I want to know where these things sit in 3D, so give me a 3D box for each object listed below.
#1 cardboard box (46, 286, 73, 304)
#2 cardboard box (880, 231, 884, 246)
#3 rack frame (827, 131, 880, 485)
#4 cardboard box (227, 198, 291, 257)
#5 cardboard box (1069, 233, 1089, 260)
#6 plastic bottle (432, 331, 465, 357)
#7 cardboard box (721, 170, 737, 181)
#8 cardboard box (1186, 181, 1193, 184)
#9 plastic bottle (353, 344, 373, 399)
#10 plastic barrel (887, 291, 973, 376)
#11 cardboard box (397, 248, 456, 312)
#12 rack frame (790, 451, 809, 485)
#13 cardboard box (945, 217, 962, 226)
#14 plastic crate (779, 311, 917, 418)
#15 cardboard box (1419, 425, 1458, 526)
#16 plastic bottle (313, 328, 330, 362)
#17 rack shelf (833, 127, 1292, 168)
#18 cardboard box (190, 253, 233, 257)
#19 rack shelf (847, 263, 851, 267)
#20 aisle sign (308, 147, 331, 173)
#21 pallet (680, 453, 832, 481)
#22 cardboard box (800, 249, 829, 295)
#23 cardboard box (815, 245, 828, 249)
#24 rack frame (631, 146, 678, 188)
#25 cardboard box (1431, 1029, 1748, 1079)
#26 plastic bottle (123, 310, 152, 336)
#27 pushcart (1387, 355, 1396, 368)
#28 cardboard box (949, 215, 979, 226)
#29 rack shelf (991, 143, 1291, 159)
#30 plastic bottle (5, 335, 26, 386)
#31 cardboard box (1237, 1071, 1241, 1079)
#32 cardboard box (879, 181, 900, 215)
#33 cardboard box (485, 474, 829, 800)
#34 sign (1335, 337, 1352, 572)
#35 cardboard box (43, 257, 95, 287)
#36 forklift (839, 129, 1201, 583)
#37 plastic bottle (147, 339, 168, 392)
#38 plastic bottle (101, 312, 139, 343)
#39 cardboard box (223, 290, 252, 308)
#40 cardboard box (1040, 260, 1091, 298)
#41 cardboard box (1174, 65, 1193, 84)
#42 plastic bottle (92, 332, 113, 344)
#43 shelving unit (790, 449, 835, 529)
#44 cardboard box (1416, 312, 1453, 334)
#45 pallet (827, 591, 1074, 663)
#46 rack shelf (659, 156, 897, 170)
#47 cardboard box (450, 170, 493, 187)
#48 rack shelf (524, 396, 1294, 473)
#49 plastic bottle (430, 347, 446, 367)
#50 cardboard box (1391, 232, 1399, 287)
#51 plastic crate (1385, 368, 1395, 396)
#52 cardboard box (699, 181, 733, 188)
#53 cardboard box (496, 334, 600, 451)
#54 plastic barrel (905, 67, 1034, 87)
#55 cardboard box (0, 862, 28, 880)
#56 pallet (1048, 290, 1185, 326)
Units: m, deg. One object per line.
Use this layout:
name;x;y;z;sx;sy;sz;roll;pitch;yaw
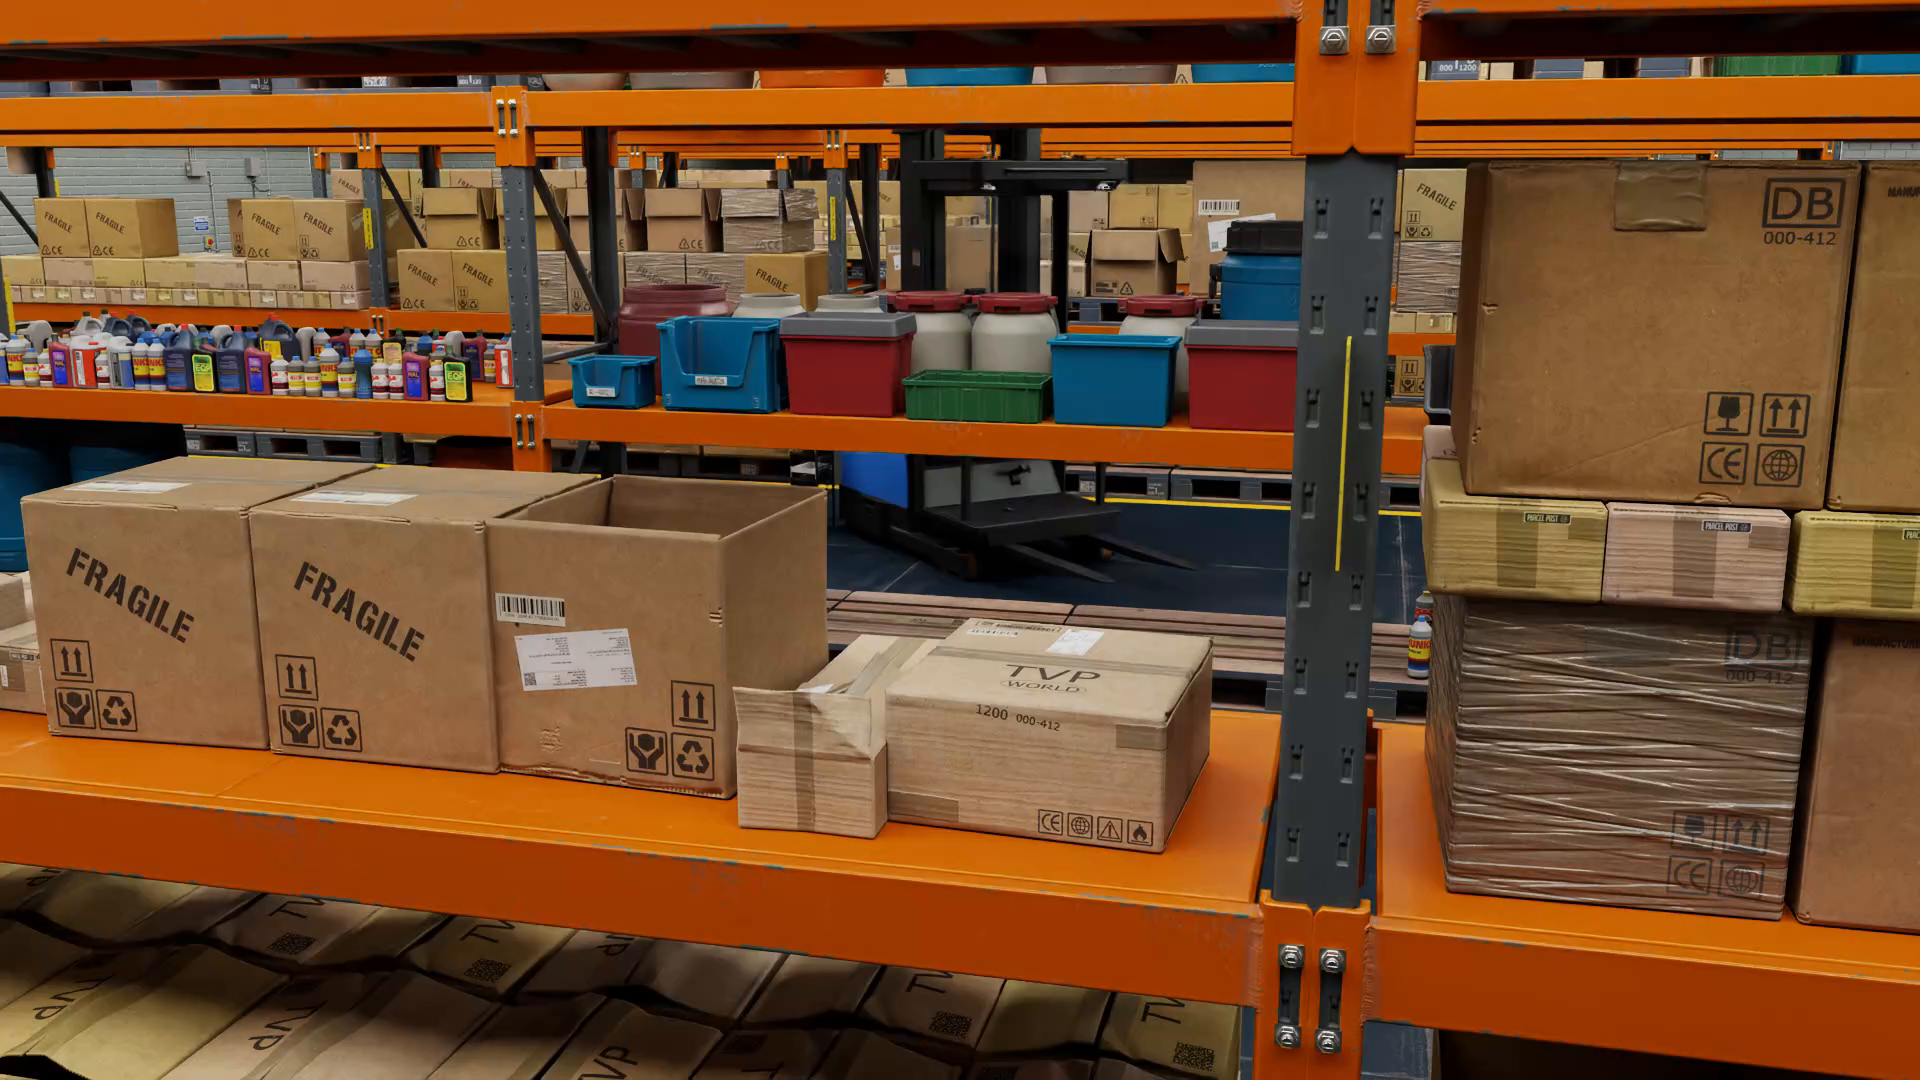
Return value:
cardboard box;-7.842;-2.180;14.715;0.250;0.149;0.380;3;13;12
cardboard box;-0.899;-3.237;17.821;0.250;0.149;0.380;3;13;14
rack frame;-0.838;-2.002;13.331;0.127;3.000;1.000;3;13;14
cardboard box;-6.108;-2.779;14.763;0.500;0.500;0.500;3;13;12
cardboard box;1.314;-2.982;17.520;0.500;0.500;0.500;3;13;13
plastic bottle;-2.817;-1.014;9.165;0.135;0.276;0.152;3;13;14
cardboard box;-3.192;-5.147;23.472;0.250;0.149;0.380;3;13;14
cardboard box;3.192;-4.776;22.450;0.250;0.149;0.380;2;13;11
plastic bottle;-3.041;-0.861;8.484;0.097;0.271;0.097;0;13;0
plastic barrel;-0.150;-0.975;8.390;0.433;0.535;0.433;0;13;0
cardboard box;-4.335;-2.182;13.911;0.500;0.500;0.500;3;13;14
rack frame;-1.112;-0.524;11.516;0.006;0.900;0.240;6;14;25
cardboard box;-0.138;-3.341;17.606;0.250;0.149;0.380;3;13;11
plastic crate;-0.530;-0.843;7.961;0.583;0.464;0.402;3;13;14
cardboard box;0.983;-0.108;3.065;0.250;0.149;0.380;3;13;13
plastic bottle;-3.595;-1.059;9.381;0.097;0.271;0.097;0;13;0
rack shelf;1.103;-3.011;12.616;4.000;0.370;1.077;3;13;14
cardboard box;-6.578;-2.441;14.968;0.500;0.250;0.500;3;13;14
rack shelf;-0.406;-3.838;23.269;4.000;0.370;1.077;3;13;14
aisle sign;-7.462;-4.664;19.331;0.004;0.787;0.394;3;13;14
pallet;-1.586;-0.697;13.889;1.213;0.211;1.003;3;13;14
cardboard box;-1.245;-2.133;13.691;0.500;0.500;0.500;3;13;15
cardboard box;-1.385;-3.118;17.975;0.250;0.149;0.380;3;13;15
rack frame;-3.435;-3.247;18.944;0.127;3.000;1.000;3;13;14
cardboard box;1.043;1.150;2.772;0.500;0.500;0.500;3;13;14
plastic bottle;-4.758;-1.155;9.629;0.185;0.351;0.144;3;13;14
pushcart;4.922;-2.116;19.899;0.936;0.377;1.648;-1;13;-6
cardboard box;0.042;-3.477;18.218;0.250;0.149;0.380;3;13;14
rack shelf;2.390;-4.049;17.293;4.000;0.370;1.077;3;13;14
plastic bottle;-5.089;-0.970;8.978;0.097;0.271;0.097;0;13;0
cardboard box;0.336;1.353;3.588;0.500;0.250;0.500;3;13;12
cardboard box;-1.002;-4.700;22.952;0.500;0.500;0.500;3;13;12
cardboard box;-0.585;0.169;3.314;0.500;0.500;0.500;4;13;18
sign;0.547;-0.123;2.373;0.005;0.325;0.100;3;13;14
cardboard box;-7.698;-2.382;14.702;0.500;0.250;0.500;3;13;13
forklift;0.330;-1.300;10.328;1.130;2.935;3.031;-7;14;-29
plastic bottle;-4.226;-0.924;8.770;0.097;0.271;0.097;0;13;0
plastic bottle;-4.793;-1.125;9.492;0.185;0.351;0.144;3;13;14
cardboard box;-6.096;-2.087;14.295;0.250;0.149;0.380;3;13;15
cardboard box;0.734;-1.998;12.691;0.500;0.250;0.500;3;13;12
cardboard box;1.698;-3.608;12.437;0.637;0.503;0.797;4;13;16
plastic bottle;-4.615;-0.987;9.043;0.135;0.276;0.152;3;13;14
shelving unit;-1.020;-0.514;11.473;0.210;0.900;0.258;6;14;25
cardboard box;3.421;-1.581;12.016;0.250;0.149;0.380;3;13;14
pallet;-0.101;0.513;8.433;1.213;0.211;1.003;3;13;14
rack shelf;-3.104;-6.554;28.586;4.000;0.370;1.077;3;13;14
cardboard box;-5.460;-3.975;19.001;0.500;0.500;0.500;3;13;12
rack shelf;-0.083;-0.505;8.246;4.000;0.370;1.077;3;13;14
plastic bottle;-2.829;-0.950;9.051;0.097;0.201;0.097;0;13;0
cardboard box;4.693;-2.888;16.981;0.550;0.550;0.875;3;13;14
plastic crate;4.814;-1.754;18.572;0.662;0.188;0.450;12;27;43
cardboard box;-3.362;-4.825;23.515;0.500;0.500;0.500;3;13;13
cardboard box;-3.228;-1.302;14.112;0.875;0.875;1.225;3;13;12
plastic barrel;0.043;-2.510;7.541;0.708;0.901;0.600;3;13;14
cardboard box;-2.648;0.920;4.245;0.500;0.311;0.500;3;13;15
pallet;1.093;-1.814;12.927;1.213;0.211;1.003;3;13;14
